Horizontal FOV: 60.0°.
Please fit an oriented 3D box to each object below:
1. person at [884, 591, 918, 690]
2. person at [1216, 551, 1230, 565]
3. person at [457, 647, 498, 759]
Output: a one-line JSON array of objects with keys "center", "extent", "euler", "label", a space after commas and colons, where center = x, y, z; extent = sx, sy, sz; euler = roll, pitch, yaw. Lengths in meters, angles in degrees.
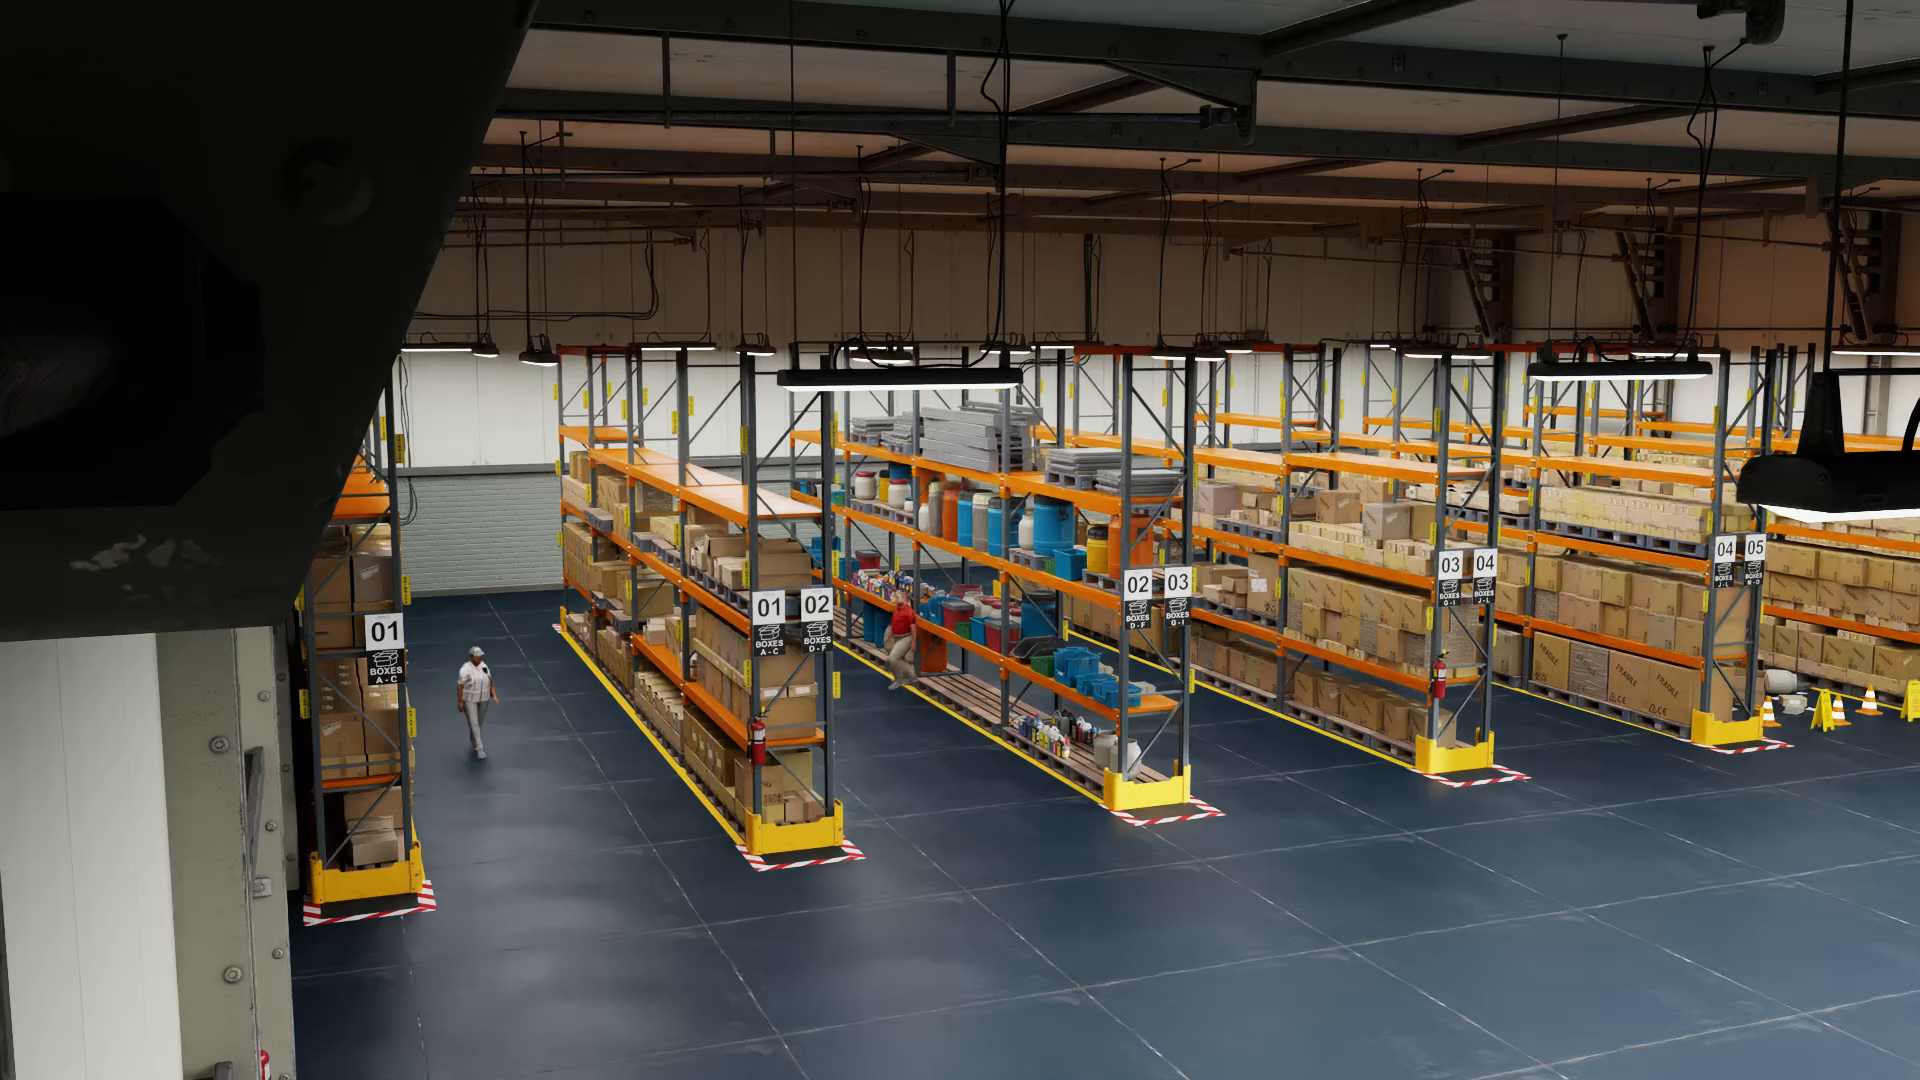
[{"center": [-1.010, 1.687, 28.296], "extent": [0.636, 1.634, 0.577], "euler": [-4, 8, -28], "label": "person"}, {"center": [6.774, 0.119, 42.214], "extent": [0.486, 1.677, 0.475], "euler": [-4, 8, -27], "label": "person"}, {"center": [-7.207, 2.369, 24.792], "extent": [0.553, 1.591, 1.078], "euler": [-5, 9, -37], "label": "person"}]
